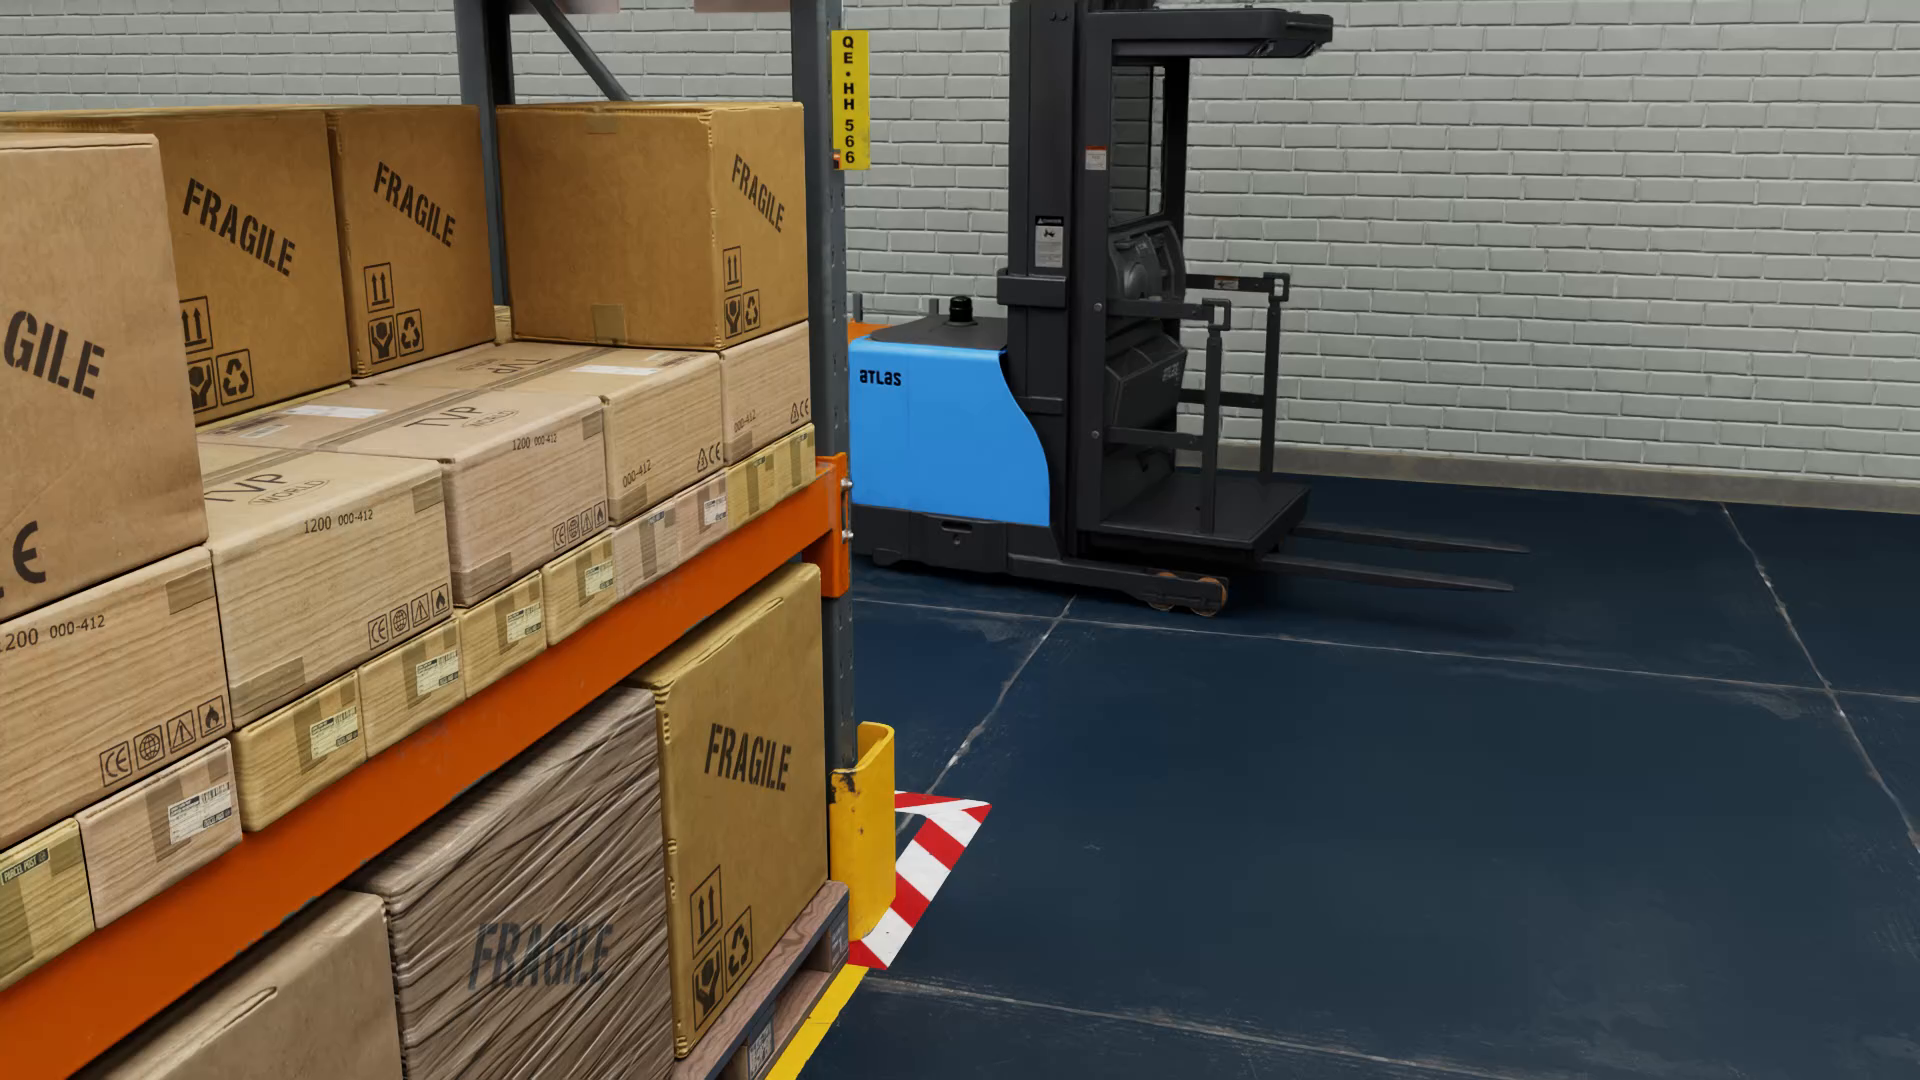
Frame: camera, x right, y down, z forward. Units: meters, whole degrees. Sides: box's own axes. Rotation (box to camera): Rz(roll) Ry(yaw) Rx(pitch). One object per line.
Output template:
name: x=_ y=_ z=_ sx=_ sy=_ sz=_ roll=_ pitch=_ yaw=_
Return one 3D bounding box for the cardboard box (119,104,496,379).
cardboard box: x=-1.320 y=-0.632 z=3.415 sx=0.500 sy=0.500 sz=0.500 roll=4 pitch=16 yaw=15

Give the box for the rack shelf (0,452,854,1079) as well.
rack shelf: x=-1.351 y=0.434 z=2.621 sx=1.077 sy=0.370 sz=4.000 roll=5 pitch=16 yaw=16

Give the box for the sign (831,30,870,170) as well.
sign: x=-0.267 y=-1.061 z=4.016 sx=0.100 sy=0.325 sz=0.005 roll=5 pitch=16 yaw=16

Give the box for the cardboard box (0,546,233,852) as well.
cardboard box: x=-1.247 y=0.172 z=1.956 sx=0.500 sy=0.250 sz=0.500 roll=5 pitch=17 yaw=17

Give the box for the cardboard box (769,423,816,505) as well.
cardboard box: x=-0.569 y=-0.196 z=3.983 sx=0.380 sy=0.149 sz=0.250 roll=5 pitch=17 yaw=17

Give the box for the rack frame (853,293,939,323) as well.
rack frame: x=-0.339 y=-0.738 z=8.869 sx=0.500 sy=1.125 sz=0.032 roll=8 pitch=18 yaw=26

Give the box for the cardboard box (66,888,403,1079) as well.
cardboard box: x=-1.400 y=1.029 z=2.327 sx=0.875 sy=0.875 sz=0.875 roll=5 pitch=16 yaw=16

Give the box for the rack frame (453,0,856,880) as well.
rack frame: x=-0.783 y=-0.435 z=4.367 sx=1.000 sy=3.000 sz=0.127 roll=5 pitch=16 yaw=16

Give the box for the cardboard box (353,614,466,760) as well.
cardboard box: x=-1.003 y=0.204 z=2.573 sx=0.380 sy=0.149 sz=0.250 roll=5 pitch=17 yaw=17

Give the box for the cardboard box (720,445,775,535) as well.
cardboard box: x=-0.641 y=-0.128 z=3.743 sx=0.380 sy=0.149 sz=0.250 roll=5 pitch=17 yaw=16

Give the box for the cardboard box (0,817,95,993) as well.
cardboard box: x=-1.222 y=0.407 z=1.858 sx=0.380 sy=0.149 sz=0.250 roll=4 pitch=16 yaw=15

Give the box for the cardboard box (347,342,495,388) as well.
cardboard box: x=-1.320 y=-0.265 z=3.497 sx=0.500 sy=0.250 sz=0.500 roll=4 pitch=16 yaw=15

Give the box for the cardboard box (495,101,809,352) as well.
cardboard box: x=-0.670 y=-0.719 z=3.724 sx=0.500 sy=0.500 sz=0.500 roll=5 pitch=17 yaw=17

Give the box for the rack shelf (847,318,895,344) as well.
rack shelf: x=-0.567 y=-0.895 z=8.352 sx=0.538 sy=0.278 sz=1.000 roll=8 pitch=18 yaw=26

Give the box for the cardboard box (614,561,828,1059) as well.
cardboard box: x=-0.888 y=0.558 z=3.988 sx=0.875 sy=0.875 sz=0.875 roll=5 pitch=16 yaw=16

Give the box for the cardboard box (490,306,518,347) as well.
cardboard box: x=-1.178 y=-0.402 z=3.978 sx=0.500 sy=0.250 sz=0.500 roll=4 pitch=16 yaw=14

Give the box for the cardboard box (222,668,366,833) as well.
cardboard box: x=-1.075 y=0.272 z=2.332 sx=0.380 sy=0.149 sz=0.250 roll=4 pitch=16 yaw=14

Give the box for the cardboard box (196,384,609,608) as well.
cardboard box: x=-0.955 y=-0.093 z=2.890 sx=0.500 sy=0.250 sz=0.500 roll=4 pitch=16 yaw=14

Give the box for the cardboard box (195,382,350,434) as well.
cardboard box: x=-1.466 y=-0.134 z=3.034 sx=0.500 sy=0.250 sz=0.500 roll=4 pitch=16 yaw=14

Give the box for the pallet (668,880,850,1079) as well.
pallet: x=-0.935 y=1.121 z=3.989 sx=1.003 sy=0.211 sz=1.213 roll=5 pitch=16 yaw=16

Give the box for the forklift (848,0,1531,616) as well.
forklift: x=1.019 y=-1.245 z=7.349 sx=3.031 sy=2.935 sz=1.130 roll=7 pitch=17 yaw=24

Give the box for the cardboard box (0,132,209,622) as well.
cardboard box: x=-1.248 y=-0.191 z=1.860 sx=0.500 sy=0.500 sz=0.500 roll=4 pitch=16 yaw=14

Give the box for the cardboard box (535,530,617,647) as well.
cardboard box: x=-0.857 y=0.072 z=3.041 sx=0.380 sy=0.149 sz=0.250 roll=4 pitch=16 yaw=15

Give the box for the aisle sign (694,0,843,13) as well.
aisle sign: x=-0.475 y=-1.682 z=3.997 sx=0.394 sy=0.787 sz=0.004 roll=5 pitch=16 yaw=16

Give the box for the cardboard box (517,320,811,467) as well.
cardboard box: x=-0.666 y=-0.359 z=3.828 sx=0.500 sy=0.250 sz=0.500 roll=4 pitch=16 yaw=15

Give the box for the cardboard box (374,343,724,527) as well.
cardboard box: x=-0.811 y=-0.226 z=3.360 sx=0.500 sy=0.250 sz=0.500 roll=4 pitch=16 yaw=15

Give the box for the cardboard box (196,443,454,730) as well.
cardboard box: x=-1.100 y=0.043 z=2.409 sx=0.500 sy=0.250 sz=0.500 roll=5 pitch=16 yaw=16

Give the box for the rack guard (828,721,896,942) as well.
rack guard: x=-0.776 y=0.761 z=4.730 sx=1.175 sy=0.500 sz=0.348 roll=5 pitch=16 yaw=16

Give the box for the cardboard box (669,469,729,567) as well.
cardboard box: x=-0.714 y=-0.062 z=3.510 sx=0.380 sy=0.149 sz=0.250 roll=5 pitch=16 yaw=16

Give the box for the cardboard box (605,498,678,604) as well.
cardboard box: x=-0.785 y=0.003 z=3.280 sx=0.380 sy=0.149 sz=0.250 roll=5 pitch=17 yaw=17

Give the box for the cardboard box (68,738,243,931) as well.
cardboard box: x=-1.149 y=0.341 z=2.090 sx=0.380 sy=0.149 sz=0.250 roll=5 pitch=17 yaw=17

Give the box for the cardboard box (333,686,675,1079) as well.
cardboard box: x=-1.147 y=0.797 z=3.148 sx=0.875 sy=0.875 sz=0.875 roll=5 pitch=16 yaw=16

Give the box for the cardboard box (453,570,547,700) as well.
cardboard box: x=-0.931 y=0.139 z=2.801 sx=0.380 sy=0.149 sz=0.250 roll=5 pitch=16 yaw=16

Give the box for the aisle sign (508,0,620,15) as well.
aisle sign: x=-1.050 y=-1.728 z=4.161 sx=0.394 sy=0.787 sz=0.004 roll=5 pitch=16 yaw=16

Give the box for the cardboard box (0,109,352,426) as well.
cardboard box: x=-1.462 y=-0.496 z=2.935 sx=0.500 sy=0.500 sz=0.500 roll=4 pitch=16 yaw=14

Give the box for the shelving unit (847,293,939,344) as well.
shelving unit: x=-0.567 y=-0.614 z=8.432 sx=0.538 sy=1.125 sz=1.048 roll=8 pitch=18 yaw=26
